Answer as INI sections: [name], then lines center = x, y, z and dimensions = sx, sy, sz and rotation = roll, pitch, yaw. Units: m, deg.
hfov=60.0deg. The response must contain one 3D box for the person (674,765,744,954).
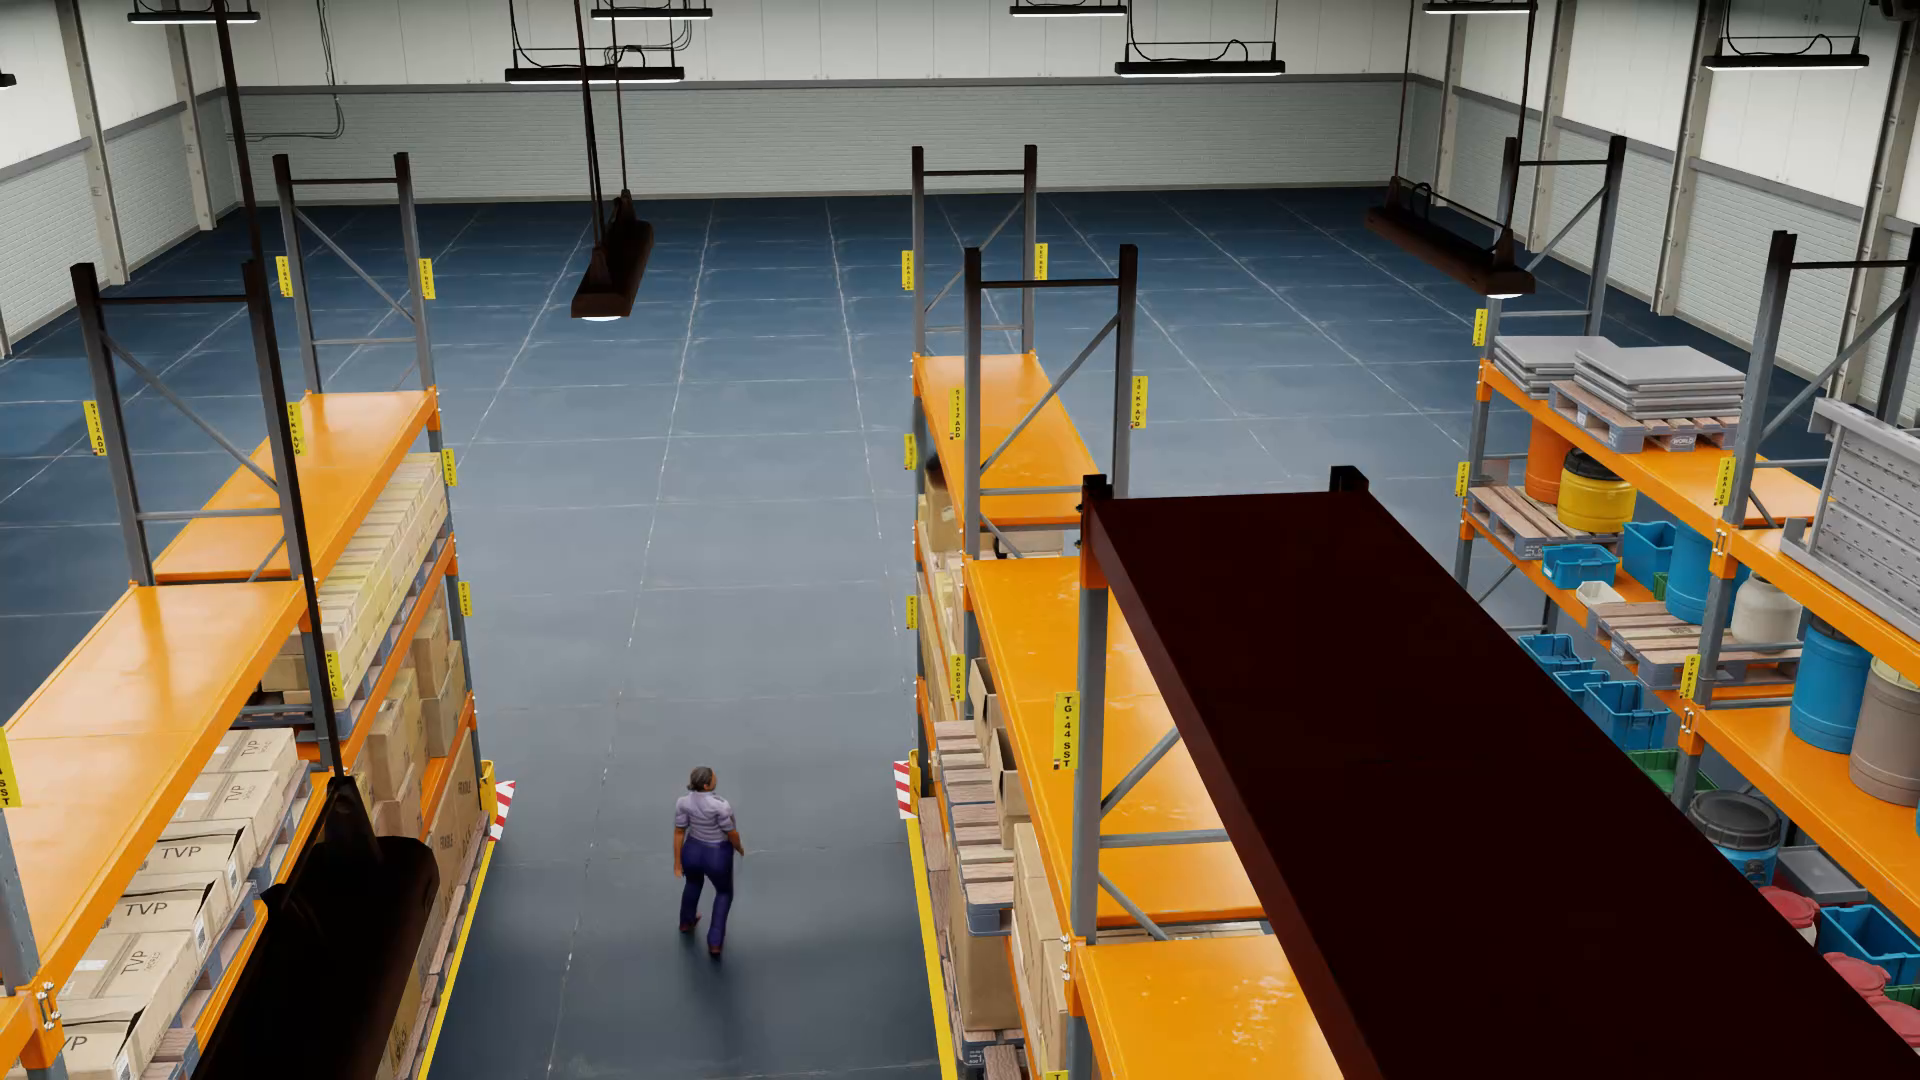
[person]
center = -2.018, 2.485, 13.213
dimensions = 0.605, 1.622, 0.548
rotation = 6, 22, 15
